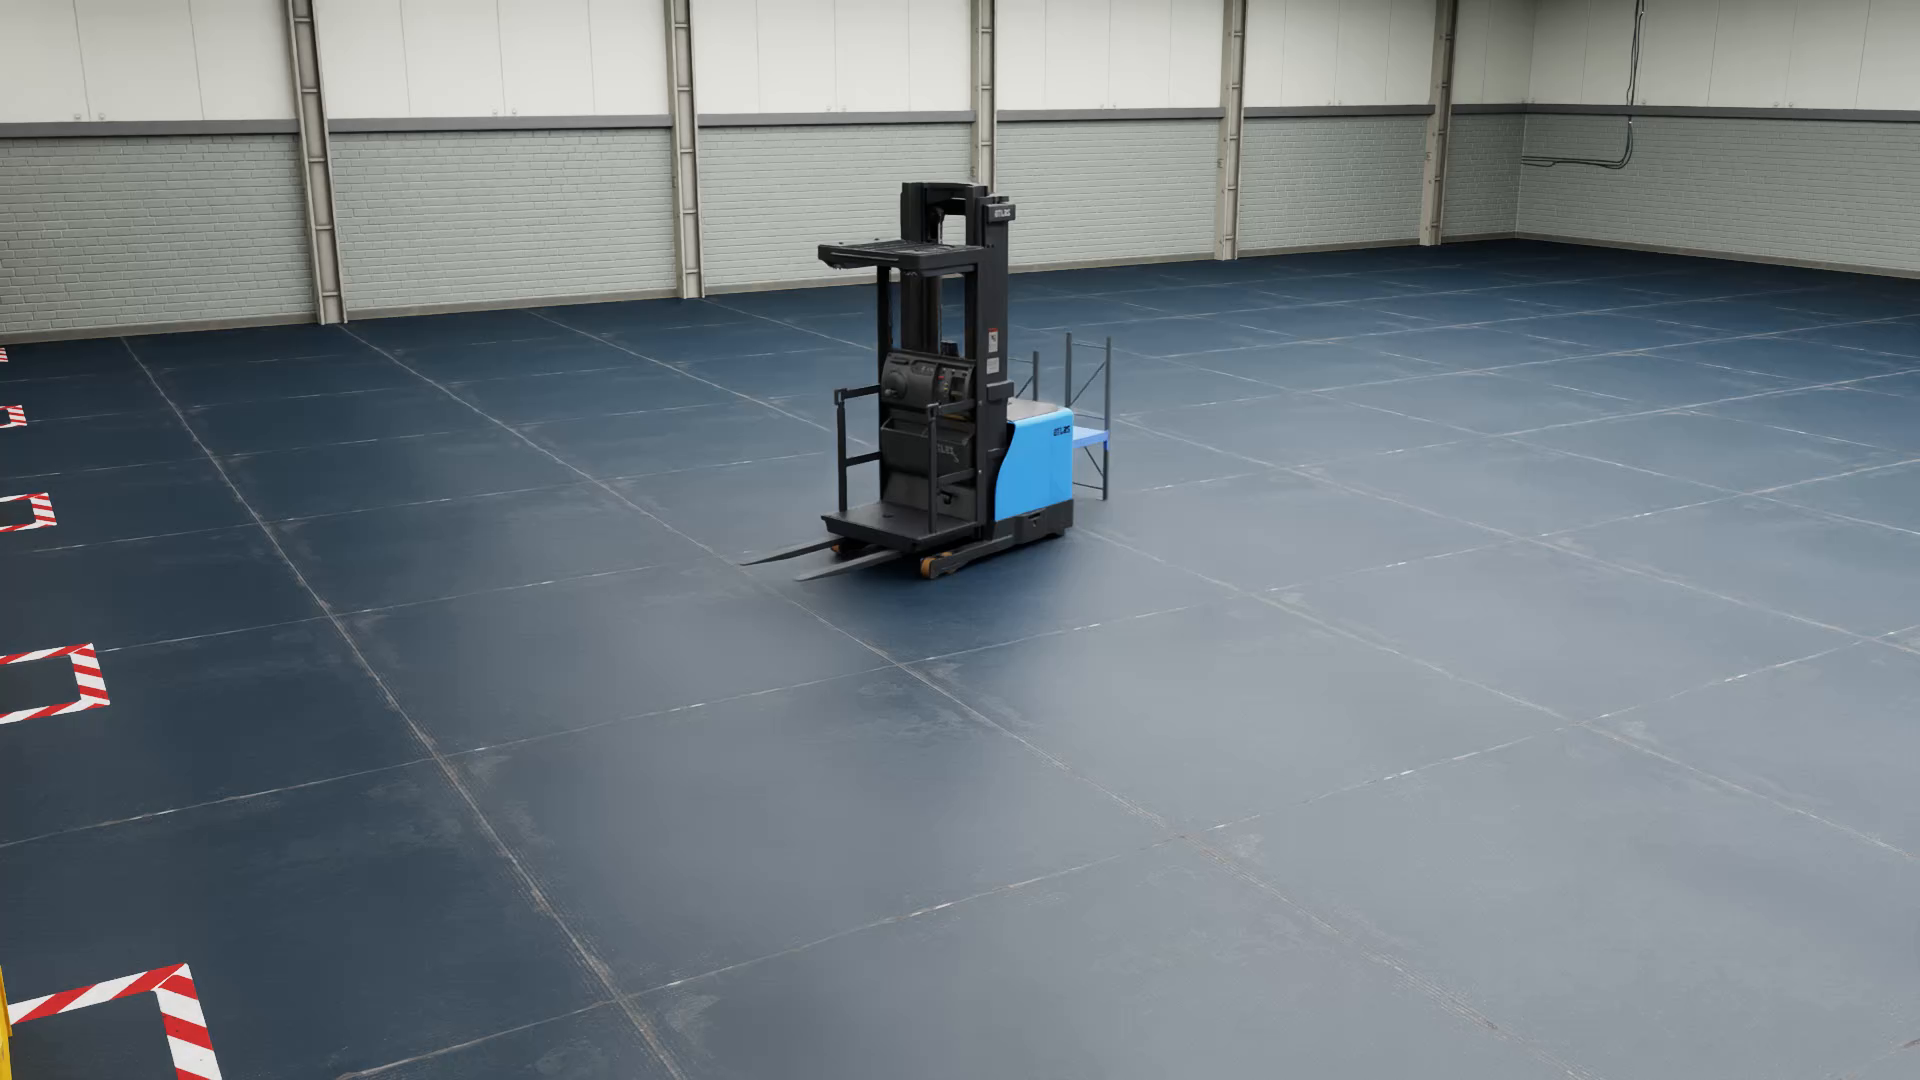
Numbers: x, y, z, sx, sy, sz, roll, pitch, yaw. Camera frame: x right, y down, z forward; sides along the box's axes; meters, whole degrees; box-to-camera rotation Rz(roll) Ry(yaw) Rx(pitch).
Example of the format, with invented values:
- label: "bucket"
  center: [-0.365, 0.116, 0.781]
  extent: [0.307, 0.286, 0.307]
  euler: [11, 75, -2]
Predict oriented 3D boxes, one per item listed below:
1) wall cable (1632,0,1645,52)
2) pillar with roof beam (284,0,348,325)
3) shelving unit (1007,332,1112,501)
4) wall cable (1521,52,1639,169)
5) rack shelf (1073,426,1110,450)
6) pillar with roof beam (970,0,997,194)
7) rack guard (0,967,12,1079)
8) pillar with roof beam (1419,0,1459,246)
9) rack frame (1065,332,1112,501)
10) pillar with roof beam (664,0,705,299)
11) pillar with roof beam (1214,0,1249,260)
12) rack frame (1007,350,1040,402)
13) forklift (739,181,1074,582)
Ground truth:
- label: "wall cable"
  center: [15.328, -11.496, 34.646]
  extent: [0.112, 2.526, 3.097]
  euler: [-9, 18, -30]
- label: "pillar with roof beam"
  center: [-7.627, -6.750, 21.318]
  extent: [0.400, 9.000, 9.100]
  euler: [-9, 18, -30]
- label: "shelving unit"
  center: [0.820, -1.023, 14.779]
  extent: [0.538, 1.500, 1.048]
  euler: [14, 21, 40]
- label: "wall cable"
  center: [13.934, -9.691, 37.561]
  extent: [0.112, 2.526, 3.097]
  euler: [-9, 18, -30]
- label: "rack shelf"
  center: [0.820, -0.849, 14.828]
  extent: [0.538, 0.185, 1.000]
  euler: [14, 21, 40]
- label: "pillar with roof beam"
  center: [2.659, -8.418, 27.268]
  extent: [0.400, 9.000, 9.100]
  euler: [-9, 18, -30]
- label: "rack guard"
  center: [-3.753, 1.900, 6.205]
  extent: [0.348, 0.500, 1.175]
  euler: [-9, 18, -30]
- label: "pillar with roof beam"
  center: [12.945, -10.086, 33.219]
  extent: [0.400, 9.000, 9.100]
  euler: [-9, 18, -30]
- label: "rack frame"
  center: [1.160, -1.124, 15.142]
  extent: [0.500, 1.500, 0.032]
  euler: [14, 21, 40]
- label: "pillar with roof beam"
  center: [-2.484, -7.584, 24.293]
  extent: [0.400, 9.000, 9.100]
  euler: [-9, 18, -30]
- label: "pillar with roof beam"
  center: [7.802, -9.252, 30.244]
  extent: [0.400, 9.000, 9.100]
  euler: [-9, 18, -30]
- label: "rack frame"
  center: [0.479, -0.921, 14.416]
  extent: [0.500, 1.500, 0.032]
  euler: [14, 21, 40]
- label: "forklift"
  center: [-0.400, -1.265, 12.991]
  extent: [1.130, 2.935, 3.031]
  euler: [14, 21, 40]
